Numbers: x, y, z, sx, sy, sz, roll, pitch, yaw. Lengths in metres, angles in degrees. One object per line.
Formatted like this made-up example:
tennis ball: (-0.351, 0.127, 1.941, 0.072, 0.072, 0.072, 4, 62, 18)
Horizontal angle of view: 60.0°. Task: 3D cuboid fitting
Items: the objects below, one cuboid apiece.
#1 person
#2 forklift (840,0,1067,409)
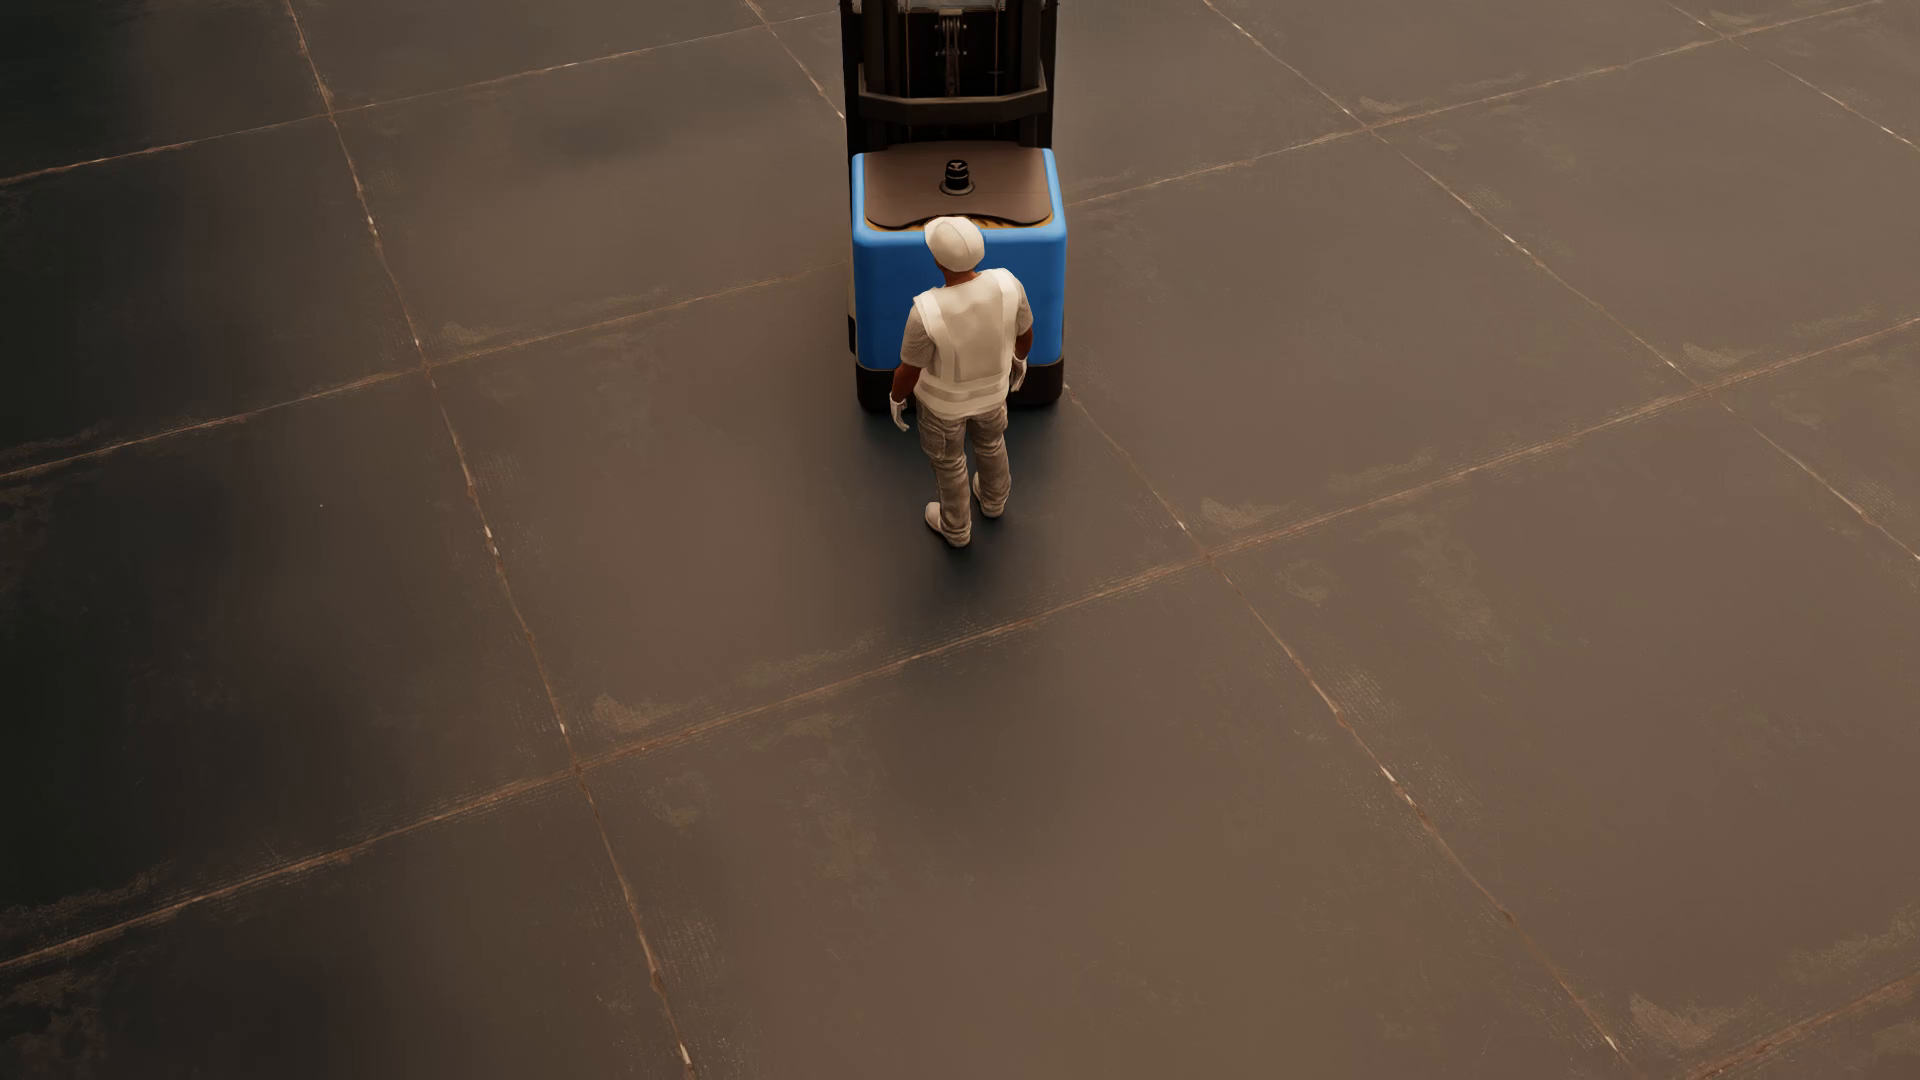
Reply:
person: (-0.022, -0.704, 7.265, 0.656, 1.782, 0.577, -18, 46, -18)
forklift: (-0.070, -2.731, 8.607, 1.130, 2.935, 3.031, -2, 43, -2)
